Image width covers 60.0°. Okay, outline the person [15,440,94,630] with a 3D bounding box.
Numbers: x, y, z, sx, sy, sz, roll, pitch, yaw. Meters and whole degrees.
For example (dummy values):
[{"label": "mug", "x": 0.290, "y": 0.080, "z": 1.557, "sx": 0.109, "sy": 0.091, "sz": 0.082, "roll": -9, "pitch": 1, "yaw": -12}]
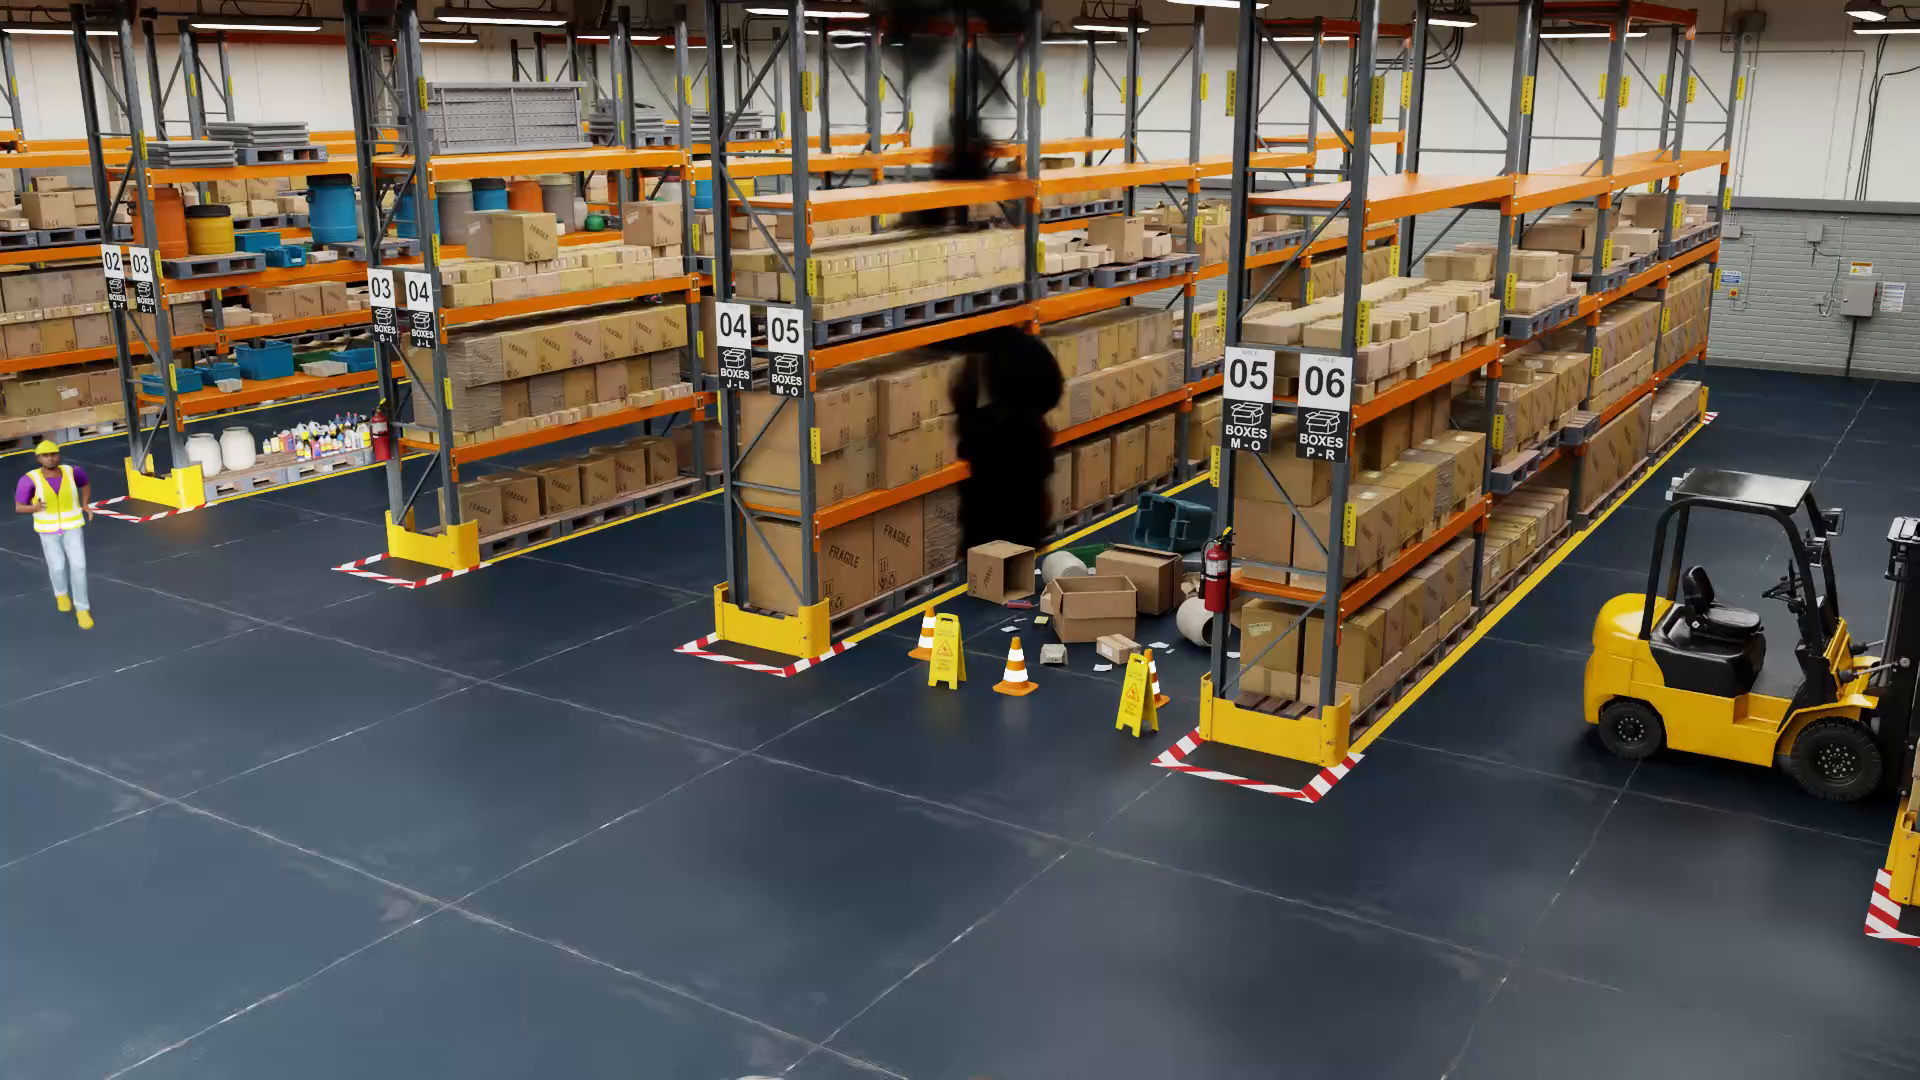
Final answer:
[{"label": "person", "x": -8.750, "y": -0.081, "z": 16.157, "sx": 0.683, "sy": 1.808, "sz": 0.844, "roll": -10, "pitch": 18, "yaw": -31}]
